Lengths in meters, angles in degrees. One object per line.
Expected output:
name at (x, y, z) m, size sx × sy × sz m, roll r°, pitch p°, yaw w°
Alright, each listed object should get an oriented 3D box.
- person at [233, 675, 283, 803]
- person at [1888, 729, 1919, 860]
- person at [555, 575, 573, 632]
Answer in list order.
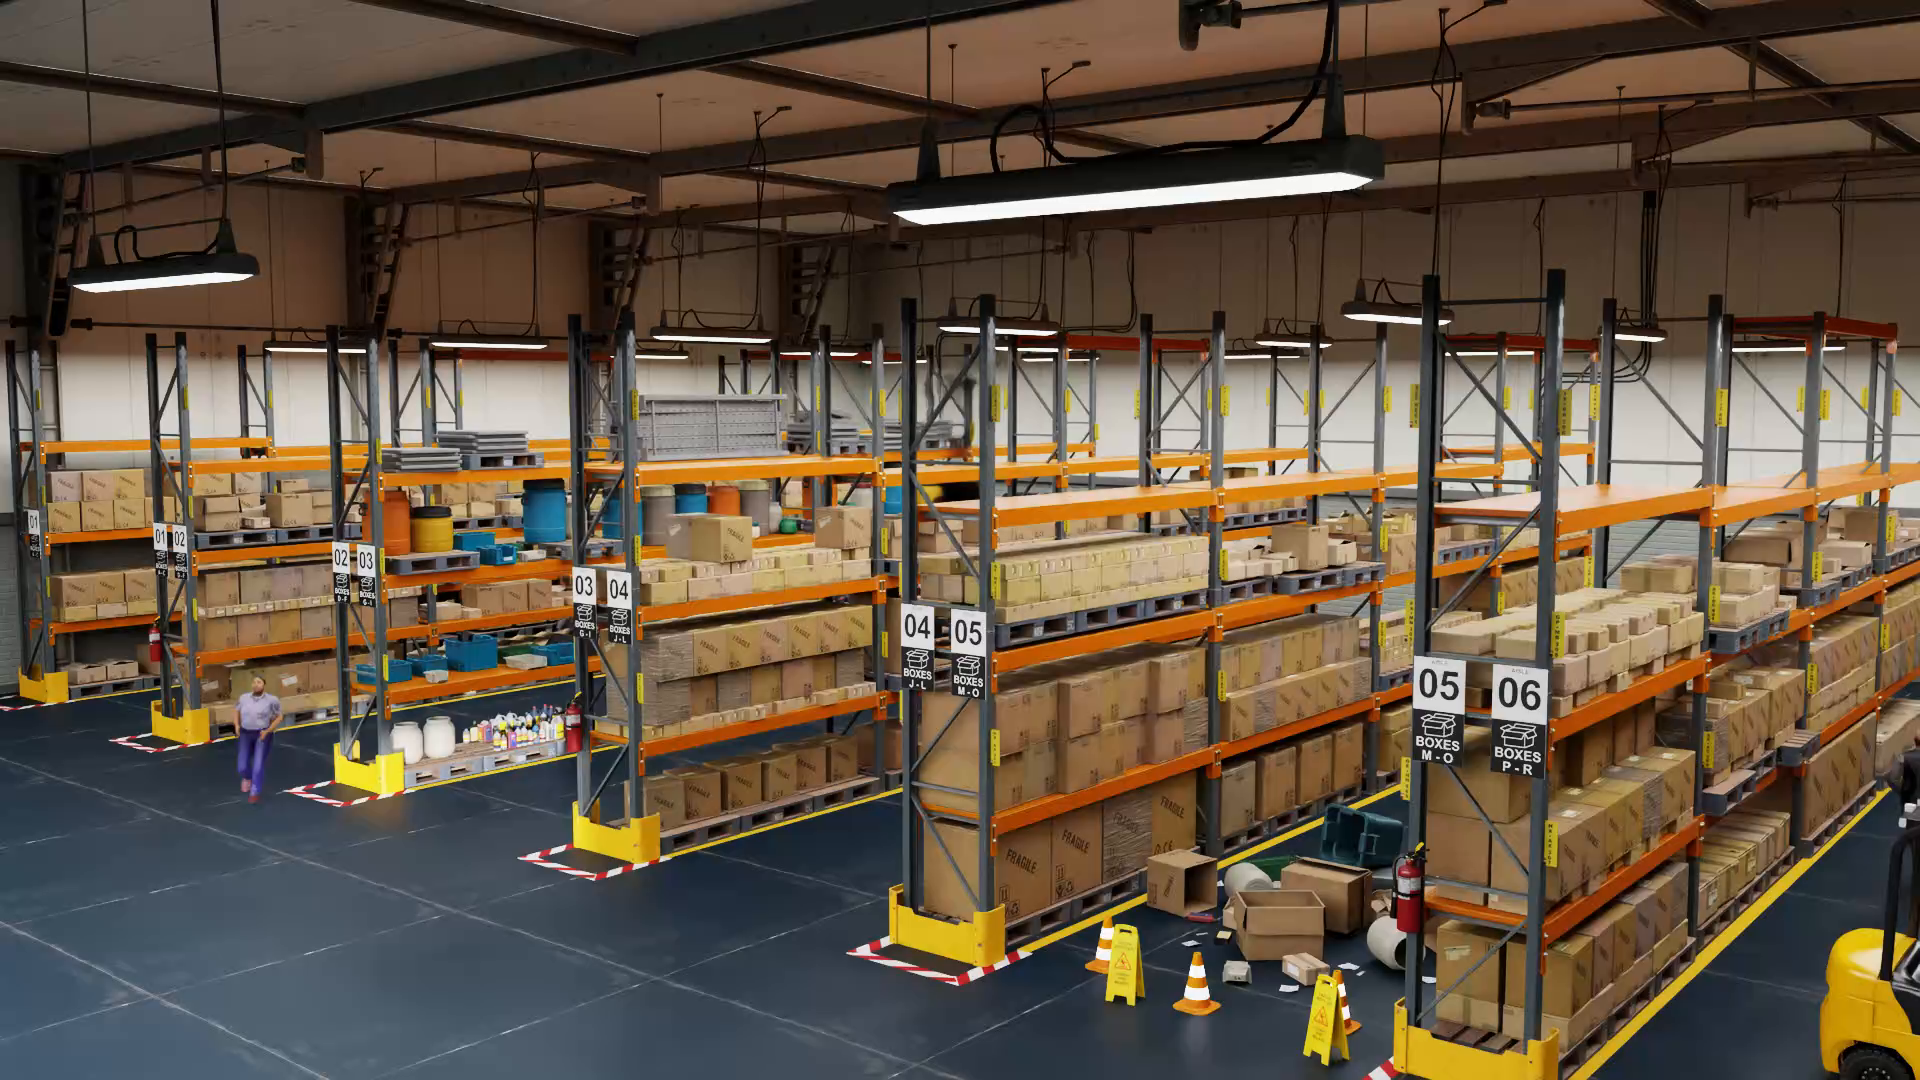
person at (-8.870, 2.506, 21.024) m, size 0.613 × 1.618 × 0.538 m, roll -1°, pitch 5°, yaw -9°
person at (9.970, 2.807, 17.203) m, size 0.684 × 1.686 × 0.706 m, roll 4°, pitch 6°, yaw 34°
person at (-7.647, 1.472, 32.190) m, size 0.507 × 1.604 × 0.667 m, roll 5°, pitch 7°, yaw 44°
